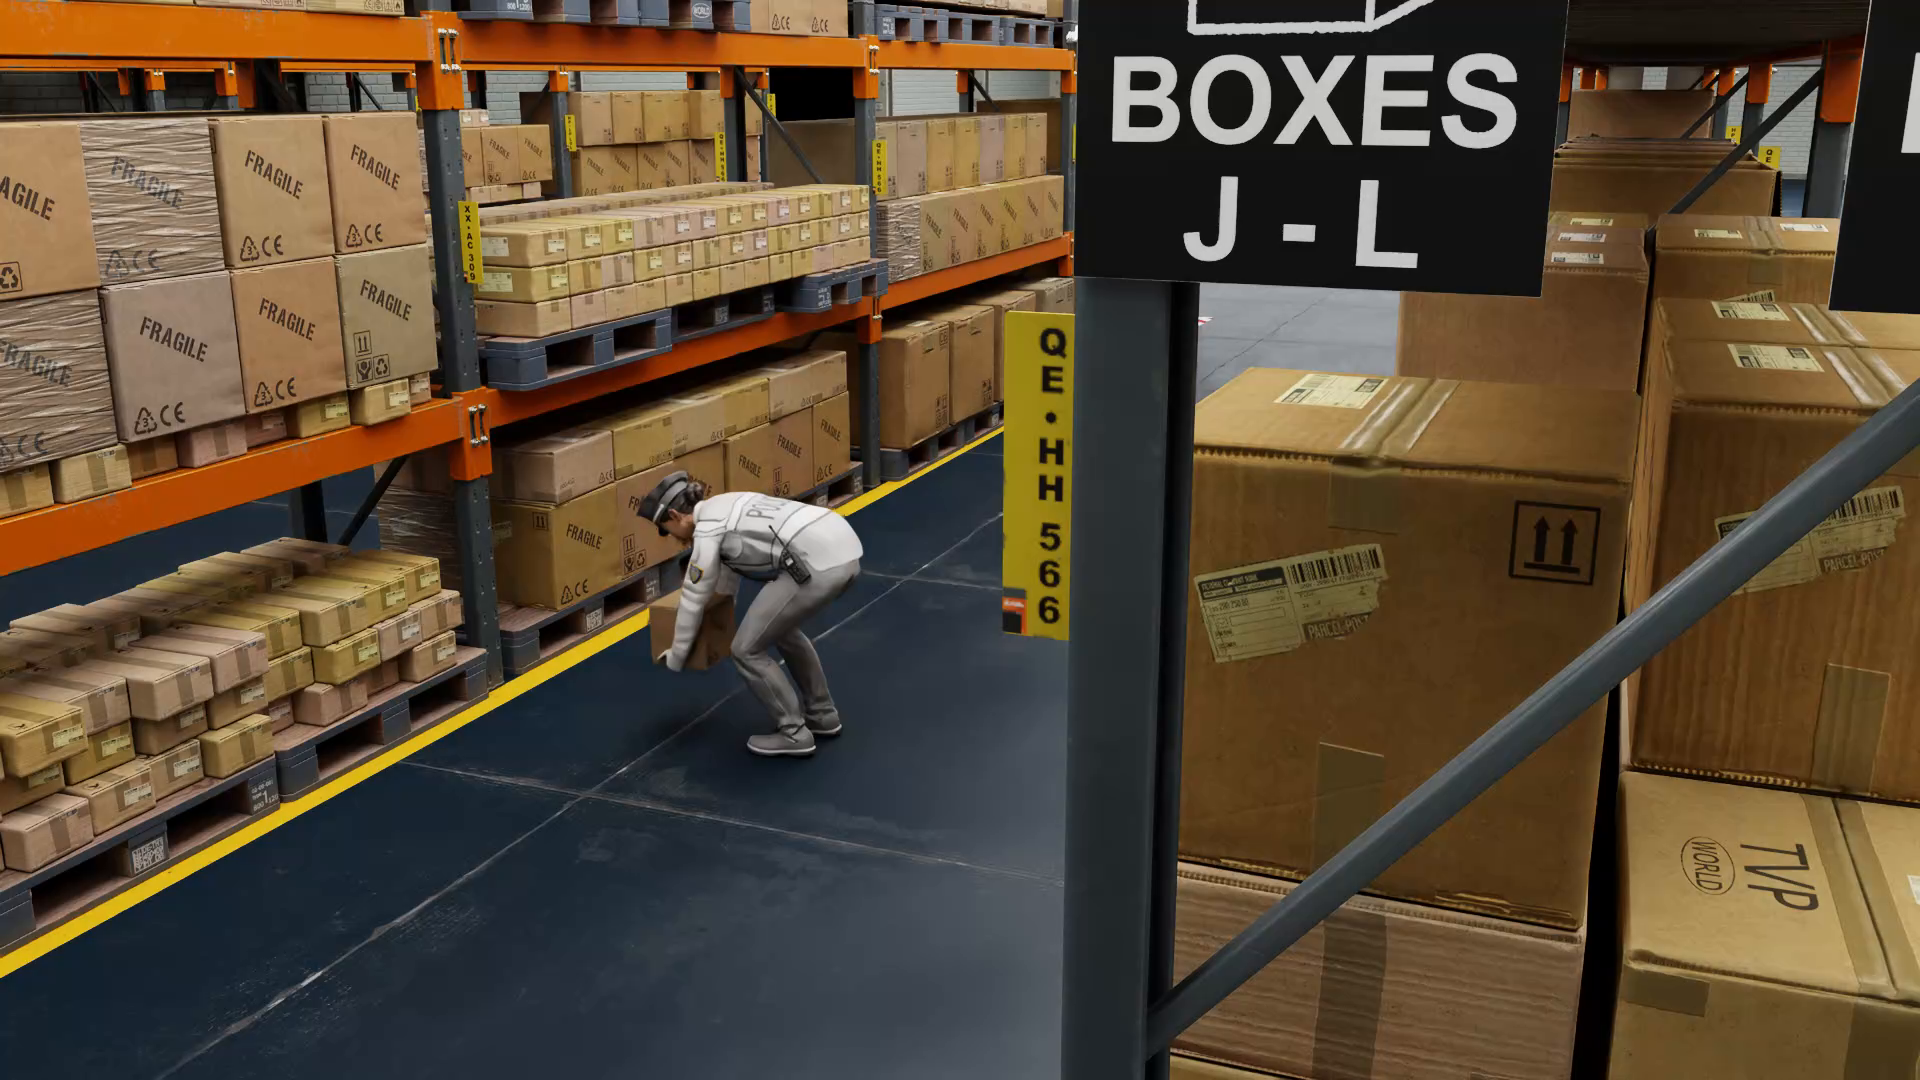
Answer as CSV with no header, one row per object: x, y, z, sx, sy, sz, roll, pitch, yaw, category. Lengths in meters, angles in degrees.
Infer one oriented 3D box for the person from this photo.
-0.838,0.277,6.617,0.920,1.085,0.451,5,16,18,person
